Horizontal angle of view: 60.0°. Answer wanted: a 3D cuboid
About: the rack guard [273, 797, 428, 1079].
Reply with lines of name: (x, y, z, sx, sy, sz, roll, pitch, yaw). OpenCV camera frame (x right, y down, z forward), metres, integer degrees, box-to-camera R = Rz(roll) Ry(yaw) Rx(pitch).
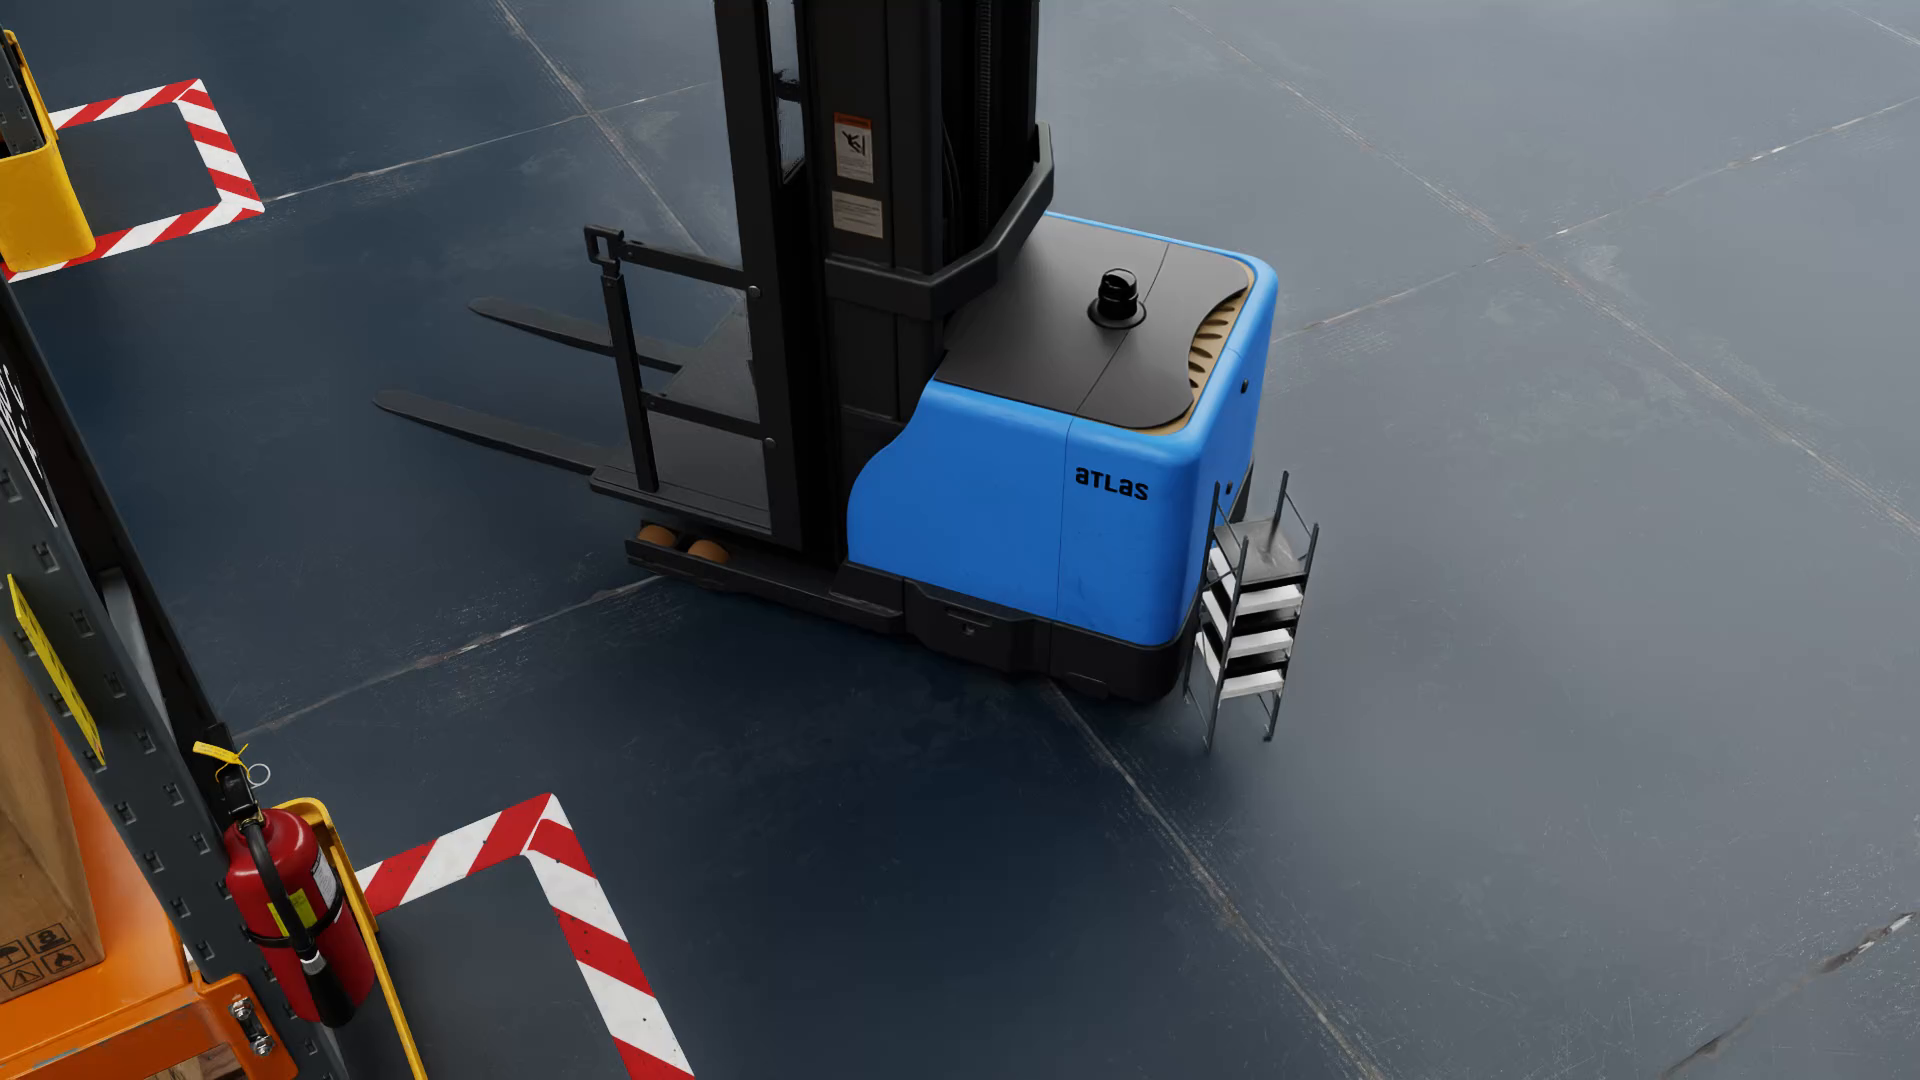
rack guard: (-1.538, 1.247, 4.106, 0.348, 0.500, 1.175, -22, 48, -21)

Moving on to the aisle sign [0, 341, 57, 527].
aisle sign: (-1.356, -0.420, 2.162, 0.004, 0.787, 0.394, -22, 48, -21)

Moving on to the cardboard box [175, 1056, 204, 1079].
cardboard box: (-2.135, 1.246, 3.985, 0.500, 0.250, 0.500, -22, 48, -21)

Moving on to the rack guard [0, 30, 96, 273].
rack guard: (-4.066, -1.682, 7.124, 0.348, 0.500, 1.175, -22, 48, -21)

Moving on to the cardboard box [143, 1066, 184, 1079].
cardboard box: (-1.876, 1.291, 3.400, 0.500, 0.500, 0.500, -22, 48, -21)

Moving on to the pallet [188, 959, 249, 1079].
pallet: (-2.201, 1.650, 3.898, 1.213, 0.211, 1.003, -22, 48, -21)

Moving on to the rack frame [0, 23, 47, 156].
rack frame: (-4.024, -2.634, 6.310, 0.127, 3.000, 1.000, -22, 48, -21)

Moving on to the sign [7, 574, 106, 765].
sign: (-1.301, 0.190, 2.398, 0.005, 0.325, 0.100, -22, 48, -21)

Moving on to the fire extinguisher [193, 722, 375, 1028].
fire extinguisher: (-1.225, 0.626, 3.007, 0.183, 0.674, 0.296, -22, 48, -21)

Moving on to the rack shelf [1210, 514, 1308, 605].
rack shelf: (0.839, 0.053, 4.707, 0.200, 0.077, 0.258, -9, 45, -10)

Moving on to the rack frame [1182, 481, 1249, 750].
rack frame: (0.738, 0.239, 4.854, 0.006, 0.900, 0.240, -9, 45, -10)

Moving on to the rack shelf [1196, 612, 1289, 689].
rack shelf: (0.836, 0.311, 4.958, 0.200, 0.077, 0.258, -9, 45, -10)

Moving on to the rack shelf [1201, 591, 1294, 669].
rack shelf: (0.837, 0.246, 4.895, 0.200, 0.077, 0.258, -9, 45, -10)

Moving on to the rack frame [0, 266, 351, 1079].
rack frame: (-1.559, 0.359, 3.227, 0.127, 3.000, 1.000, -22, 48, -21)

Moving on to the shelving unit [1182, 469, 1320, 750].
shelving unit: (0.837, 0.223, 4.872, 0.210, 0.900, 0.258, -9, 45, -10)

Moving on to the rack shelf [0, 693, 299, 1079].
rack shelf: (-3.293, 1.311, 2.762, 4.000, 0.370, 1.077, -22, 48, -21)

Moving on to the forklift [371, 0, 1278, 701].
forklift: (-0.579, -1.212, 4.894, 3.031, 2.935, 1.130, 16, 46, 16)

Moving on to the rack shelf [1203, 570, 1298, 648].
rack shelf: (0.837, 0.182, 4.833, 0.200, 0.077, 0.258, -9, 45, -10)

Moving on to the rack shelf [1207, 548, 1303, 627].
rack shelf: (0.838, 0.117, 4.770, 0.200, 0.077, 0.258, -9, 45, -10)

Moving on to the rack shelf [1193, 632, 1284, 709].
rack shelf: (0.835, 0.375, 5.021, 0.200, 0.077, 0.258, -9, 45, -10)

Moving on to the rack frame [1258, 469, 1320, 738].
rack frame: (0.935, 0.206, 4.891, 0.006, 0.900, 0.240, -9, 45, -10)

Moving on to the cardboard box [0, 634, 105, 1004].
cardboard box: (-1.970, 0.477, 3.033, 0.500, 0.500, 0.700, -22, 48, -21)
